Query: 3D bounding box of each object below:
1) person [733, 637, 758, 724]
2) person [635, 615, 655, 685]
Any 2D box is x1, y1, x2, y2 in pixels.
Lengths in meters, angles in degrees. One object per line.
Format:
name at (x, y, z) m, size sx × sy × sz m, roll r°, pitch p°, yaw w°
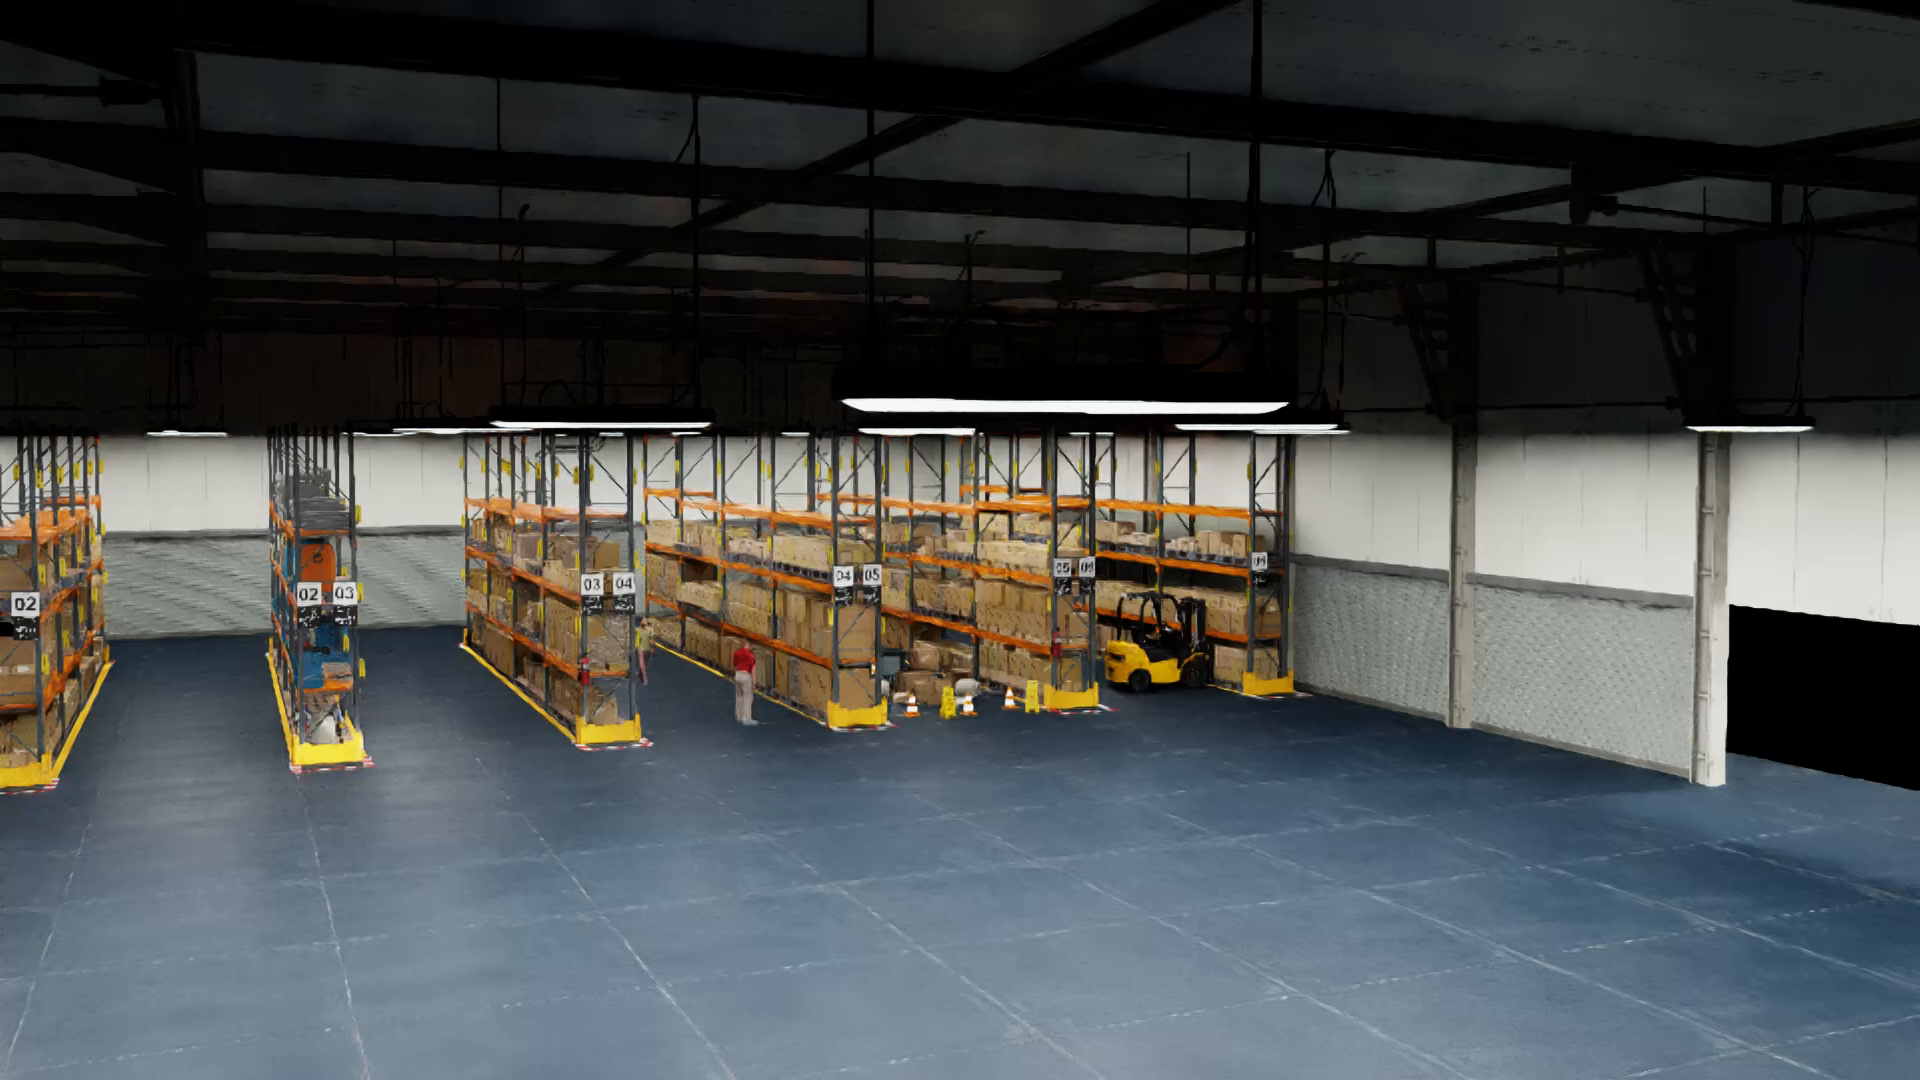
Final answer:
person at (-4.288, 2.805, 33.396) m, size 0.593 × 1.733 × 0.457 m, roll 2°, pitch 4°, yaw 35°
person at (-7.344, 2.545, 38.742) m, size 0.456 × 1.612 × 1.019 m, roll -2°, pitch 4°, yaw -25°
